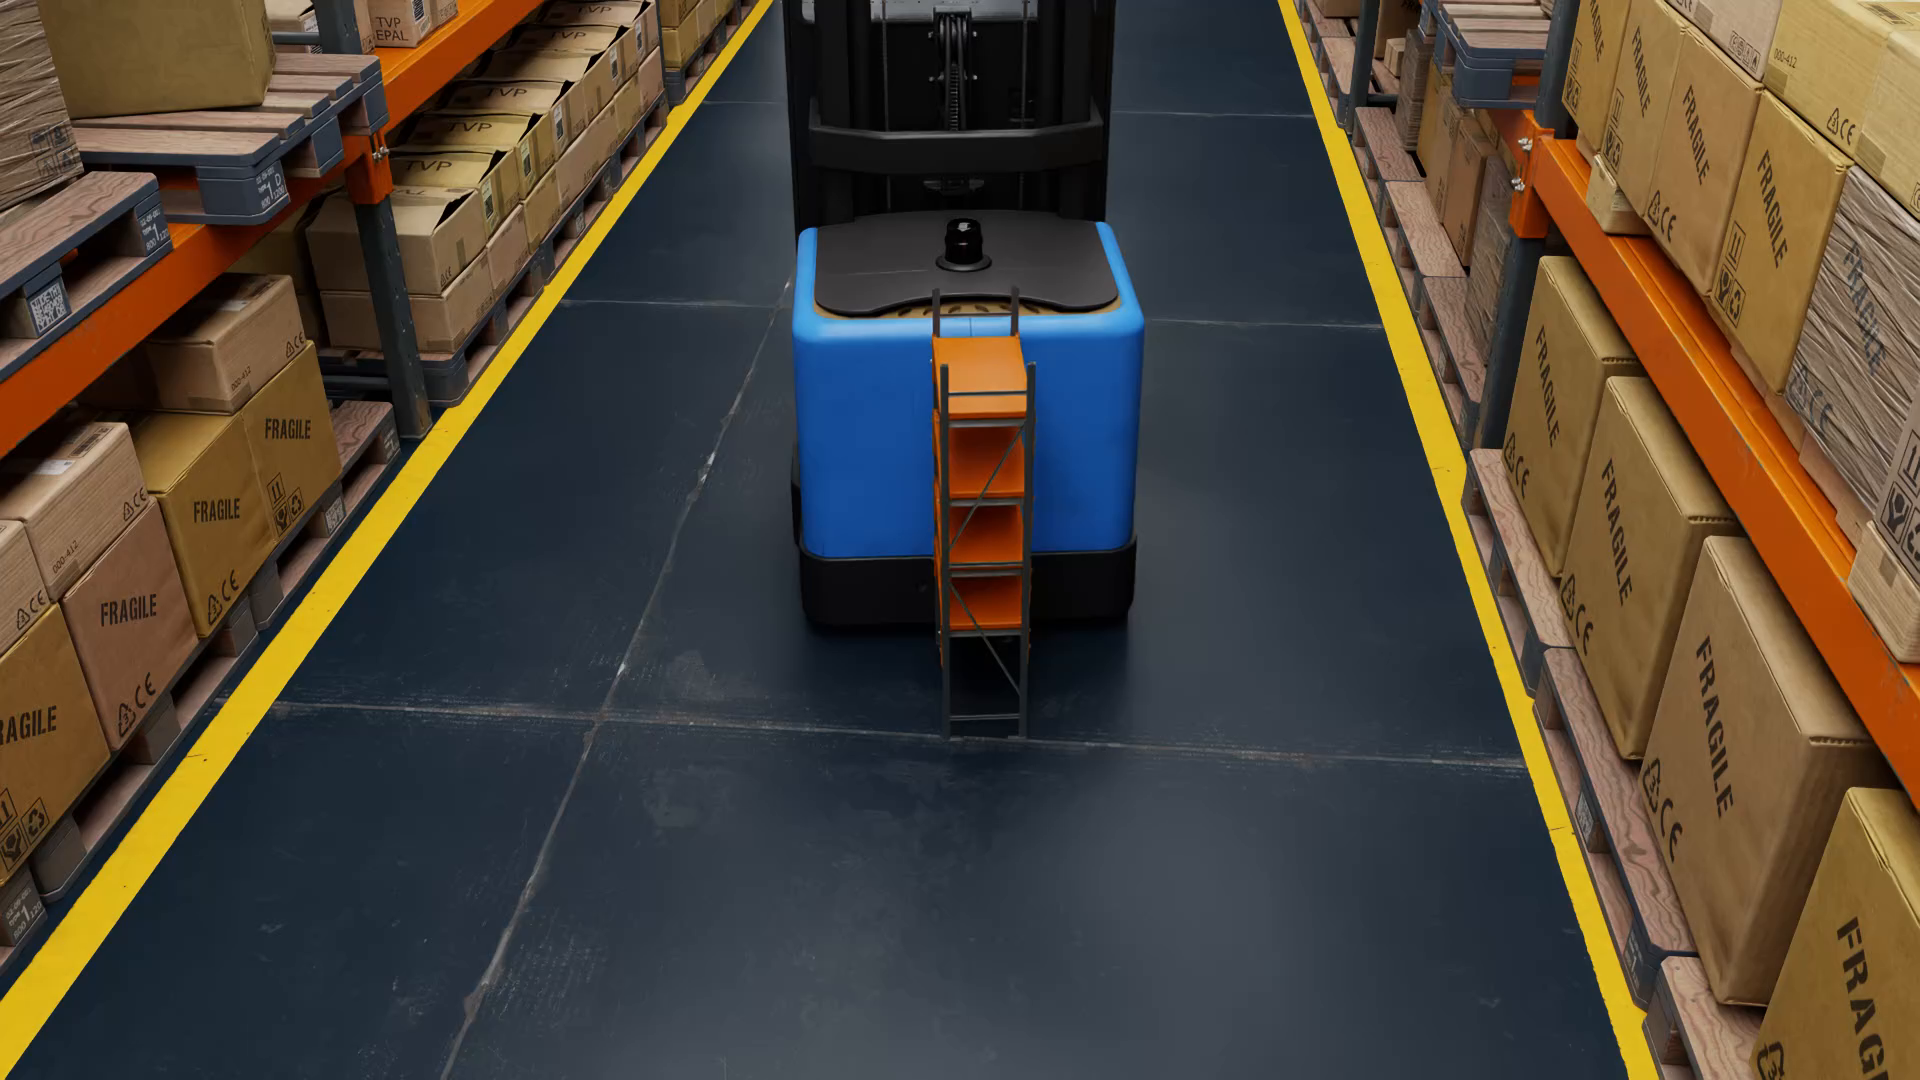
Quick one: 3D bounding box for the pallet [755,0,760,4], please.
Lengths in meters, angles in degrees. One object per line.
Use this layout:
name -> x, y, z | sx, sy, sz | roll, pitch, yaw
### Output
pallet -> -1.919, -4.301, 12.528 | 1.003, 0.211, 1.213 | 2, 32, 4

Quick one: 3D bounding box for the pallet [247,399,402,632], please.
pallet -> -2.649, -0.131, 5.761 | 1.003, 0.211, 1.213 | 2, 32, 4

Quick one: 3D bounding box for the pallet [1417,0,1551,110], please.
pallet -> 2.339, -1.793, 5.982 | 1.213, 0.211, 1.003 | 2, 32, 4

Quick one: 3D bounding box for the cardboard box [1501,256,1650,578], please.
cardboard box -> 2.197, -0.382, 5.159 | 0.750, 0.750, 0.750 | 2, 32, 3

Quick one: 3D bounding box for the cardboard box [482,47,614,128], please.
cardboard box -> -2.051, -2.288, 8.290 | 0.500, 0.311, 0.500 | 2, 32, 4

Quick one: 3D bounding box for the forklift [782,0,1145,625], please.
forklift -> -0.050, -1.726, 5.757 | 1.130, 2.935, 3.031 | -2, 32, -3

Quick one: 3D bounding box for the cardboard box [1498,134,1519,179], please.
cardboard box -> 2.503, -1.614, 6.758 | 0.500, 0.250, 0.500 | 3, 32, 5

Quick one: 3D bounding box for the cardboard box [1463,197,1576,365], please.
cardboard box -> 2.394, -0.999, 6.475 | 0.700, 0.500, 0.500 | 3, 32, 5

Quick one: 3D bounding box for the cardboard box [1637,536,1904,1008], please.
cardboard box -> 2.054, 0.521, 3.695 | 0.750, 0.750, 0.750 | 3, 32, 5

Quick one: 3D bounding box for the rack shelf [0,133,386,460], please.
rack shelf -> -2.713, -0.355, 4.152 | 1.077, 0.370, 4.000 | 2, 32, 4

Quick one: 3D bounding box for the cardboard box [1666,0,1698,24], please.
cardboard box -> 2.050, -1.487, 4.190 | 0.500, 0.250, 0.500 | 2, 32, 3

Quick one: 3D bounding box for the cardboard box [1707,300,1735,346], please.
cardboard box -> 2.053, -0.562, 4.024 | 0.380, 0.149, 0.250 | 3, 32, 5

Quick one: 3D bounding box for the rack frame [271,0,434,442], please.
rack frame -> -2.550, -1.707, 5.660 | 1.000, 3.000, 0.127 | 2, 32, 4

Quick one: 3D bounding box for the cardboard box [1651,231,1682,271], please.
cardboard box -> 2.097, -0.833, 4.463 | 0.380, 0.149, 0.250 | 2, 32, 3

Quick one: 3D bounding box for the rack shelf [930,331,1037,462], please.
rack shelf -> 0.057, -0.394, 4.497 | 0.258, 0.148, 0.480 | -2, 32, -3

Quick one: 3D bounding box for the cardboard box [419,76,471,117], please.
cardboard box -> -2.630, -2.036, 7.880 | 0.500, 0.311, 0.500 | 3, 32, 5

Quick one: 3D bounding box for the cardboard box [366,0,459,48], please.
cardboard box -> -2.284, -2.128, 6.429 | 0.500, 0.311, 0.500 | 2, 32, 3

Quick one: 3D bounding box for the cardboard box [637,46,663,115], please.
cardboard box -> -1.969, -2.577, 9.294 | 0.500, 0.250, 0.500 | 2, 32, 4

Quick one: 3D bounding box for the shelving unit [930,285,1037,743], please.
shelving unit -> 0.057, -0.060, 4.703 | 0.258, 1.200, 0.503 | -2, 32, -3

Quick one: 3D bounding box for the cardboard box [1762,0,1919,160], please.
cardboard box -> 1.978, -0.958, 3.332 | 0.500, 0.250, 0.500 | 2, 32, 3

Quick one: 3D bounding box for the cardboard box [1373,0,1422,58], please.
cardboard box -> 2.758, -3.256, 10.138 | 0.500, 0.500, 0.500 | 0, 32, 0

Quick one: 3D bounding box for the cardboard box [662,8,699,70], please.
cardboard box -> -1.885, -3.036, 10.038 | 0.500, 0.250, 0.500 | 2, 32, 4

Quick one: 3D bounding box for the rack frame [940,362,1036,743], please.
rack frame -> 0.071, 0.068, 4.496 | 0.240, 1.200, 0.015 | -2, 32, -3

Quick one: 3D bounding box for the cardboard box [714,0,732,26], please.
cardboard box -> -1.793, -3.558, 10.886 | 0.500, 0.250, 0.500 | 2, 32, 4

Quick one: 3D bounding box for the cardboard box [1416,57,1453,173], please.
cardboard box -> 2.678, -2.054, 8.187 | 0.700, 0.500, 0.500 | 2, 32, 3

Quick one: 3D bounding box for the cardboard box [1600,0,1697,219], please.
cardboard box -> 2.041, -1.158, 4.372 | 0.500, 0.500, 0.500 | 3, 32, 6

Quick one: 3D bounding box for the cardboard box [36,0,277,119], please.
cardboard box -> -2.489, -1.594, 4.982 | 0.700, 0.500, 0.500 | -8, 33, -13

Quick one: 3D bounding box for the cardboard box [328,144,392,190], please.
cardboard box -> -2.717, -1.510, 7.027 | 0.500, 0.311, 0.500 | 2, 32, 3

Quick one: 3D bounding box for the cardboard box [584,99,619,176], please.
cardboard box -> -2.054, -2.045, 8.430 | 0.500, 0.250, 0.500 | 3, 32, 5

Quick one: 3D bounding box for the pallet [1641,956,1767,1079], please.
pallet -> 2.049, 1.375, 3.318 | 1.003, 0.211, 1.213 | 2, 32, 4

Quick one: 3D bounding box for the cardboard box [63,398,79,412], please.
cardboard box -> -2.909, -0.330, 5.390 | 0.500, 0.500, 0.500 | 1, 32, 2

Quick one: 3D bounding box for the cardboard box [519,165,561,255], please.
cardboard box -> -2.138, -1.511, 7.564 | 0.500, 0.250, 0.500 | 2, 32, 3

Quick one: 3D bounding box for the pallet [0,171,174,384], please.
pallet -> -2.704, -0.608, 4.060 | 1.003, 0.211, 1.213 | 2, 32, 4

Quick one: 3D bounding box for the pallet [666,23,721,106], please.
pallet -> -2.118, -3.025, 10.458 | 1.003, 0.211, 1.213 | 2, 32, 4

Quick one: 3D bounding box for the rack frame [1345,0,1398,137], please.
rack frame -> 2.713, -3.589, 8.714 | 1.000, 3.000, 0.127 | 2, 32, 4

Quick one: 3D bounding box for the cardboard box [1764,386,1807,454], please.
cardboard box -> 1.987, -0.297, 3.593 | 0.380, 0.149, 0.250 | 3, 32, 6

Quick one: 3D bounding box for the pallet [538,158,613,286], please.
pallet -> -2.342, -1.585, 8.120 | 1.003, 0.211, 1.213 | 2, 32, 4

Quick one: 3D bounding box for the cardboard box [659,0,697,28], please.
cardboard box -> -1.875, -3.355, 9.841 | 0.500, 0.500, 0.500 | 2, 32, 4

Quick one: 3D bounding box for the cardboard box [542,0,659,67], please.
cardboard box -> -1.972, -2.821, 9.155 | 0.500, 0.311, 0.500 | 2, 32, 4

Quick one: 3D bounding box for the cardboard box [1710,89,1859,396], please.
cardboard box -> 1.965, -0.626, 3.509 | 0.500, 0.500, 0.500 | 3, 32, 5

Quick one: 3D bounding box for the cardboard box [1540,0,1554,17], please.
cardboard box -> 2.416, -1.973, 5.578 | 0.700, 0.500, 0.500 | -1, 32, -2

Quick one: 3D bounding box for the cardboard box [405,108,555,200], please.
cardboard box -> -2.137, -1.757, 7.427 | 0.500, 0.311, 0.500 | 2, 32, 3

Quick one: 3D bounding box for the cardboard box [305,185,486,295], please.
cardboard box -> -2.215, -1.215, 6.548 | 0.500, 0.311, 0.500 | 3, 32, 6

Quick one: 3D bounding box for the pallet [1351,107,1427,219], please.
pallet -> 2.651, -1.994, 8.785 | 1.003, 0.211, 1.213 | 2, 32, 4

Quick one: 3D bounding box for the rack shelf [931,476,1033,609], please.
rack shelf -> 0.057, -0.003, 4.739 | 0.258, 0.148, 0.480 | -2, 32, -3

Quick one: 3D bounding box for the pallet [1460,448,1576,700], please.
pallet -> 2.248, 0.099, 5.388 | 1.003, 0.211, 1.213 | 2, 32, 4

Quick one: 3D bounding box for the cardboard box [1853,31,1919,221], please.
cardboard box -> 1.938, -0.691, 2.900 | 0.500, 0.250, 0.500 | 3, 32, 5

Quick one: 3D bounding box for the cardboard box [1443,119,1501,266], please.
cardboard box -> 2.564, -1.524, 7.328 | 0.700, 0.500, 0.500 | 2, 32, 4

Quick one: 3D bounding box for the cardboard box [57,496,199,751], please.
cardboard box -> -2.471, 0.215, 4.506 | 0.500, 0.500, 0.500 | 1, 32, 2

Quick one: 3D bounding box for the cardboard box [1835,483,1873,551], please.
cardboard box -> 1.919, -0.028, 3.157 | 0.380, 0.149, 0.250 | 2, 32, 4

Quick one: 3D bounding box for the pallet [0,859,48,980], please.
pallet -> -2.847, 1.145, 3.691 | 1.003, 0.211, 1.213 | 2, 32, 4

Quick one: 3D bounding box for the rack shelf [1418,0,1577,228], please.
rack shelf -> 2.550, -2.237, 7.206 | 1.077, 0.370, 4.000 | 2, 32, 4

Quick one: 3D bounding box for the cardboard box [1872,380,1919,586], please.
cardboard box -> 1.880, -0.102, 2.659 | 0.500, 0.500, 0.500 | 3, 32, 4

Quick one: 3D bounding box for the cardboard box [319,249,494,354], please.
cardboard box -> -2.215, -0.976, 6.696 | 0.500, 0.250, 0.500 | 2, 32, 4

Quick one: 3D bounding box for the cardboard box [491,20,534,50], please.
cardboard box -> -2.552, -2.578, 8.761 | 0.500, 0.311, 0.500 | 2, 32, 3

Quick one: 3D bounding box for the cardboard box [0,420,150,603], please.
cardboard box -> -2.472, -0.085, 4.278 | 0.500, 0.250, 0.500 | 2, 32, 3

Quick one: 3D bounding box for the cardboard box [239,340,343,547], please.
cardboard box -> -2.392, -0.331, 5.391 | 0.500, 0.500, 0.500 | 4, 32, 6
